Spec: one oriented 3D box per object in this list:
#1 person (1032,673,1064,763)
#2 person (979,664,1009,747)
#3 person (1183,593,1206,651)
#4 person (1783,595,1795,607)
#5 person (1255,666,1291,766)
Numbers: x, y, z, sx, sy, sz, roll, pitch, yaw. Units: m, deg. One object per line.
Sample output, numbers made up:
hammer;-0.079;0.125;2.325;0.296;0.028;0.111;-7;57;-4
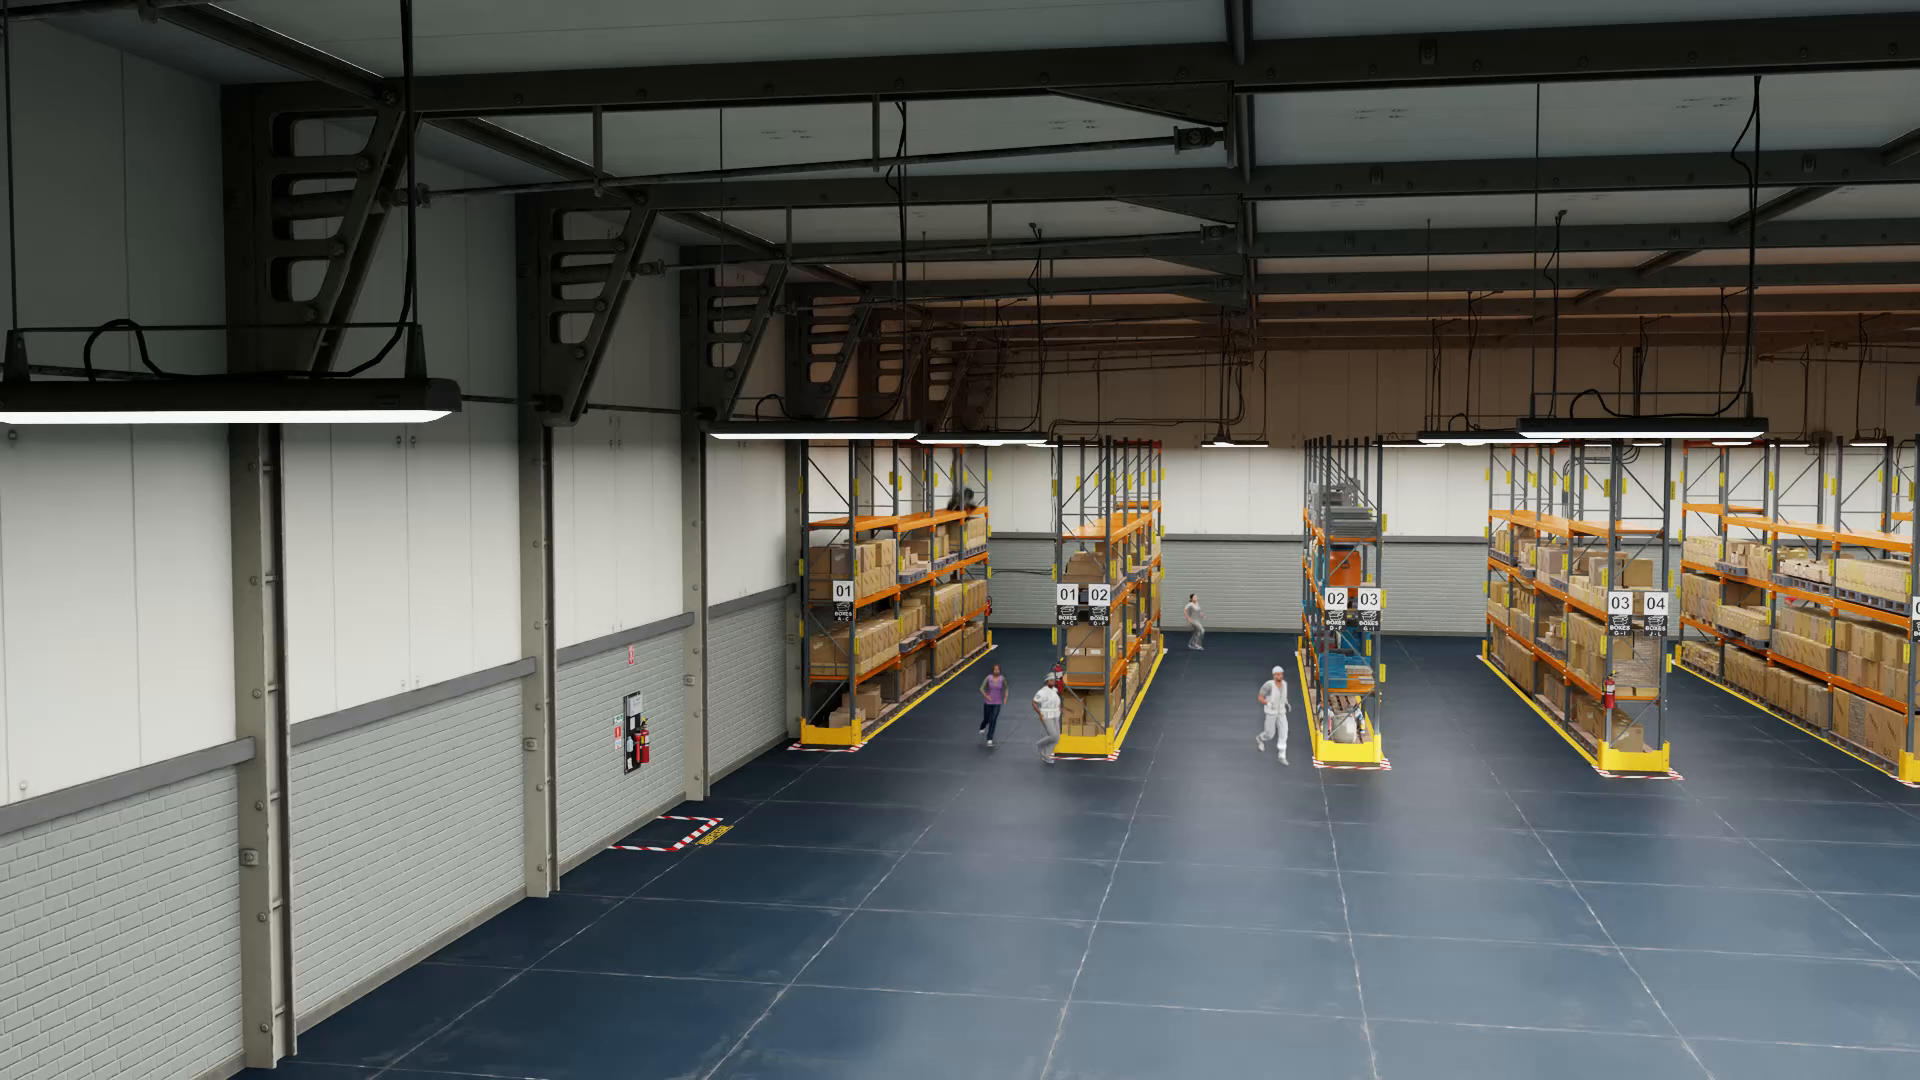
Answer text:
person;1.668;3.253;30.433;0.566;1.661;0.544;-3;4;-41
person;0.671;3.191;32.402;0.591;1.578;0.744;0;3;-5
person;6.704;2.345;47.450;0.665;1.654;0.631;3;4;40
person;22.583;2.382;45.437;0.590;1.745;0.660;1;3;17
person;5.776;3.192;30.513;0.665;1.769;1.040;-1;3;-19
